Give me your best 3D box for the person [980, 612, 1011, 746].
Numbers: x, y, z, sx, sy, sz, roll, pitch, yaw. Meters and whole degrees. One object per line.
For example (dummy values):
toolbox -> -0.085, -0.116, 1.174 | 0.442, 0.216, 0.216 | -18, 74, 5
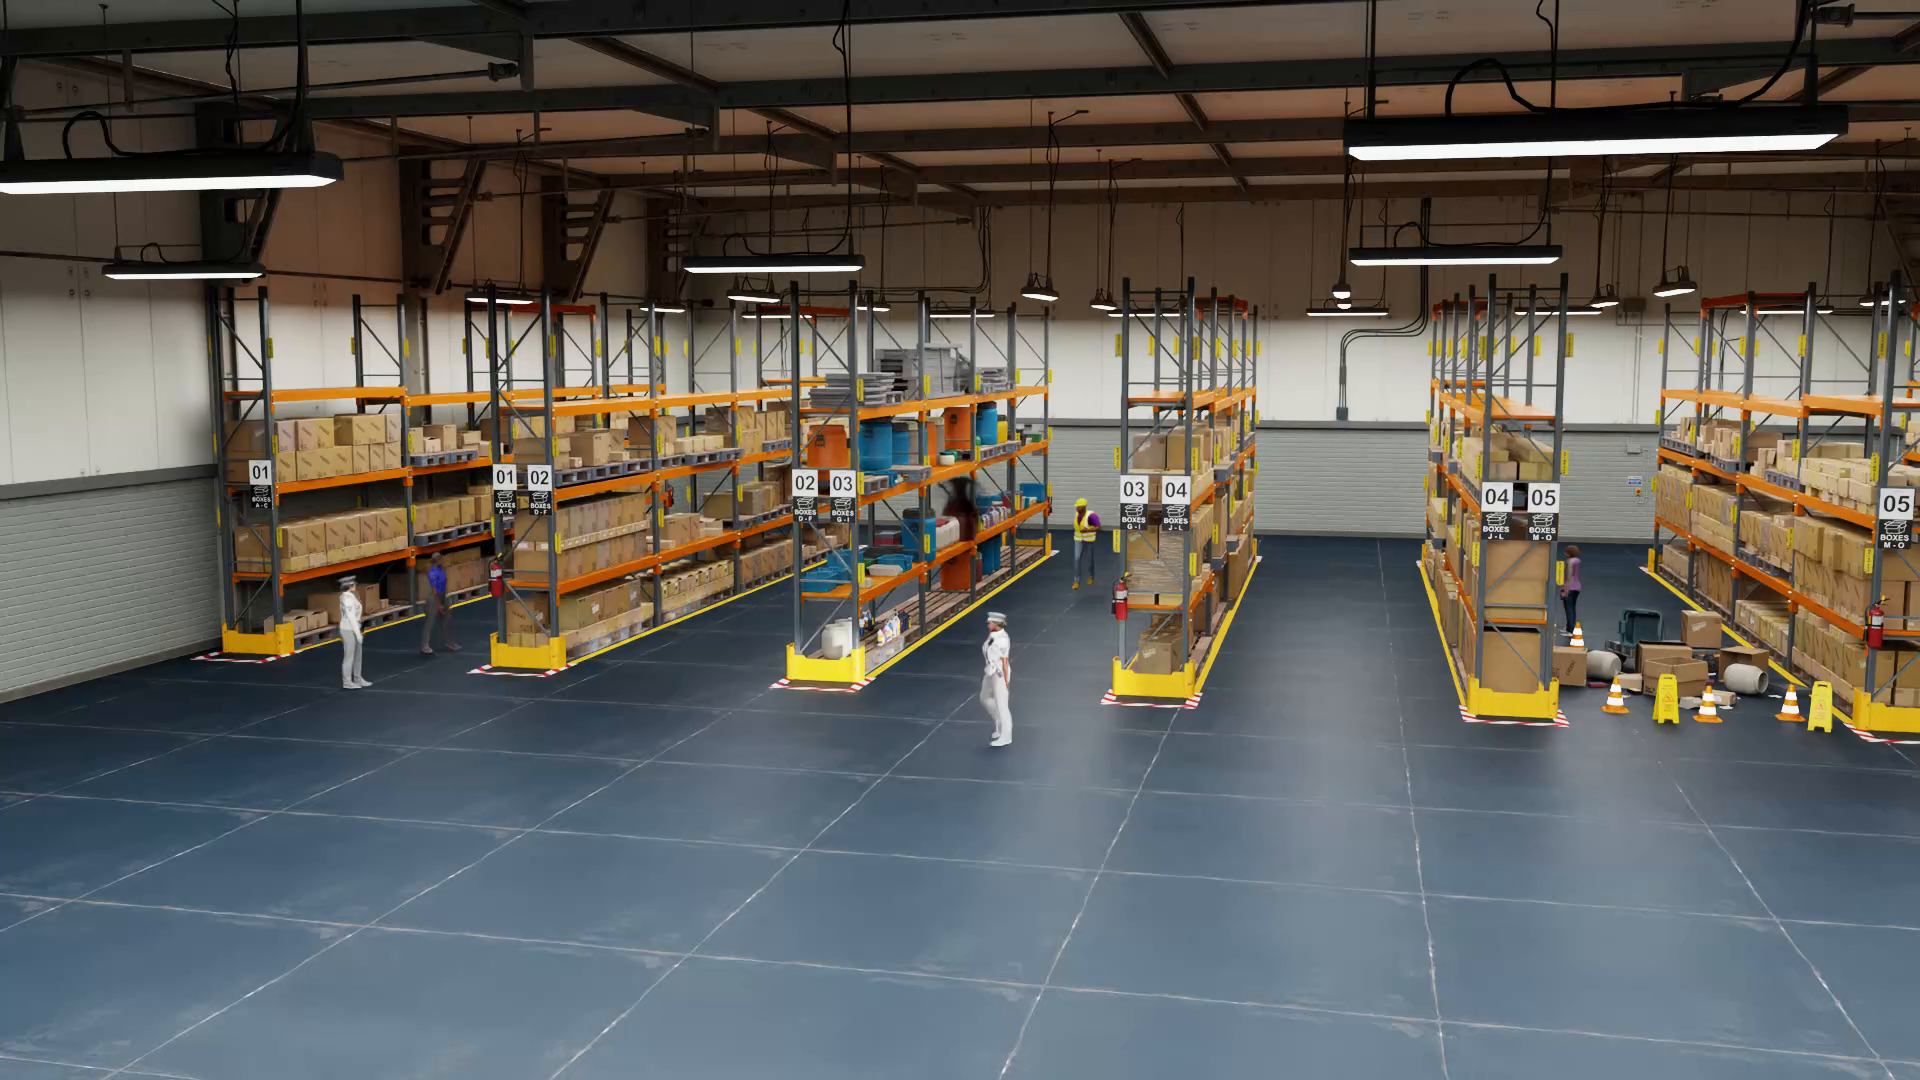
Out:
person -> 0.472, 1.747, 21.128 | 0.376, 1.689, 0.553 | -2, 7, -14

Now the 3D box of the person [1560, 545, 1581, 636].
person -> 10.675, 0.872, 29.150 | 0.430, 1.589, 0.533 | -4, 8, -30

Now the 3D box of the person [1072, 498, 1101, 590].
person -> 2.556, 0.059, 33.297 | 0.595, 1.808, 0.827 | 2, 7, 17

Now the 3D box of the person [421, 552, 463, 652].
person -> -8.634, 1.034, 27.562 | 0.528, 1.692, 0.619 | 1, 7, 11

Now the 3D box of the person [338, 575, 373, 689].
person -> -8.959, 1.364, 24.554 | 0.402, 1.694, 0.529 | -1, 7, -5
